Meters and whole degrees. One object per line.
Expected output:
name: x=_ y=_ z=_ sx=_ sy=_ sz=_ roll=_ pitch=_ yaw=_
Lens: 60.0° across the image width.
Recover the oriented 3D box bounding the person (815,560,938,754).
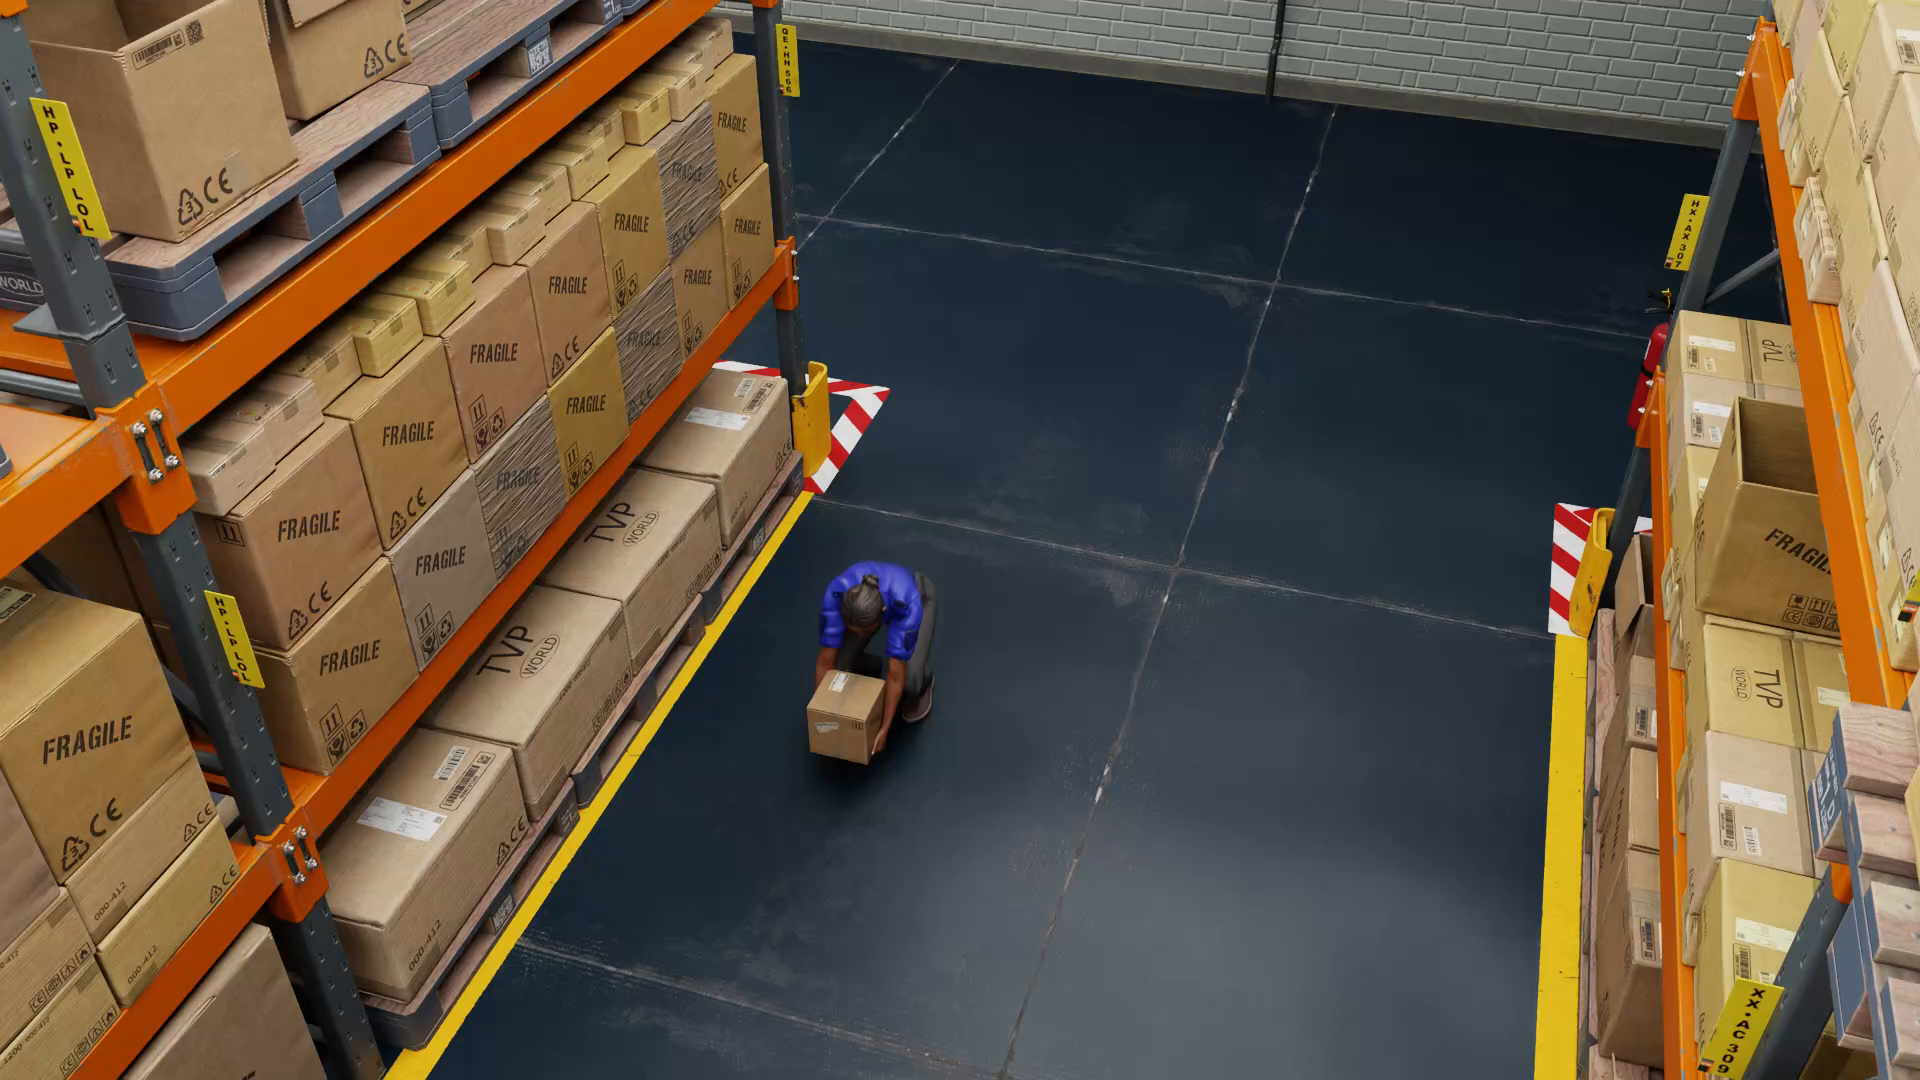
person: x=-0.353 y=0.414 z=6.952 sx=0.461 sy=0.943 sz=0.851 roll=11 pitch=39 yaw=14
